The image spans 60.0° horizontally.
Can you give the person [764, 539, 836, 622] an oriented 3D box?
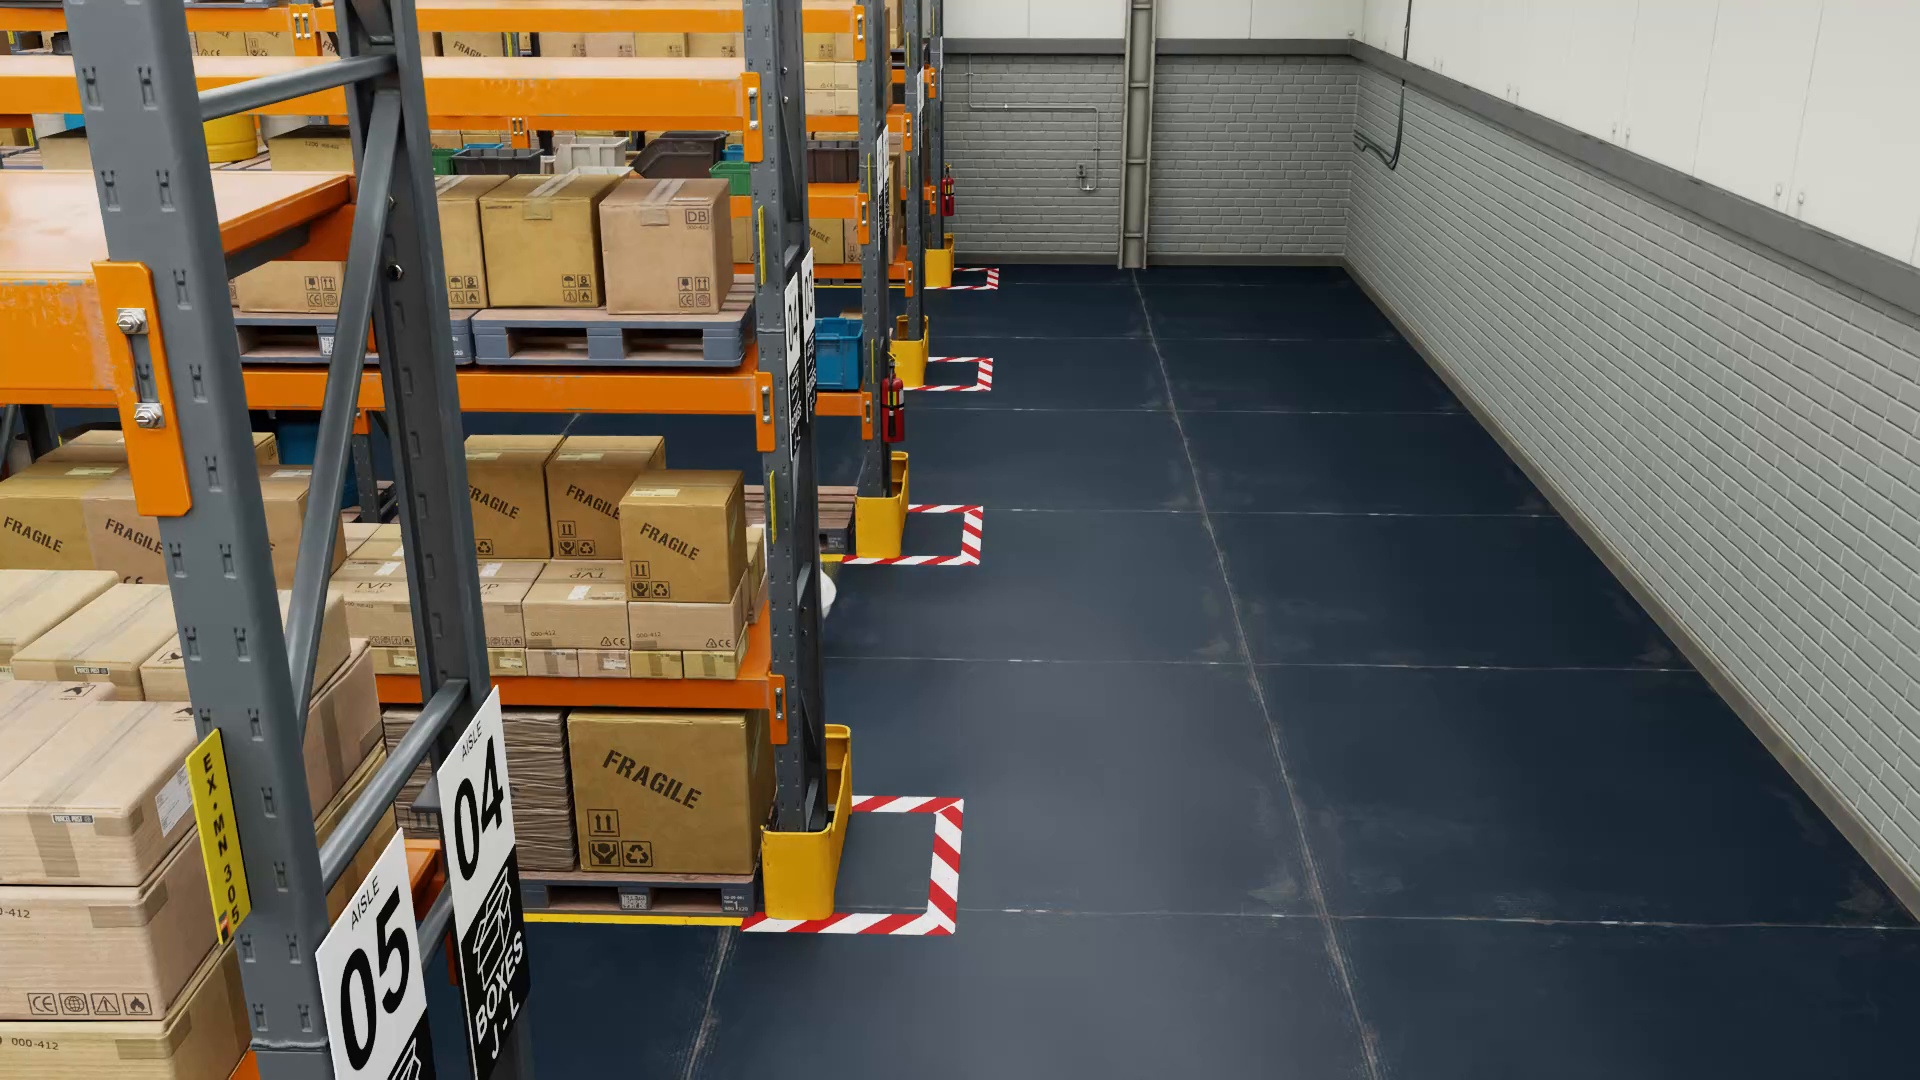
[{"bbox_3d":[-1.264,0.347,11.207,0.841,0.939,0.529,1,21,2],"label":"person"}]
